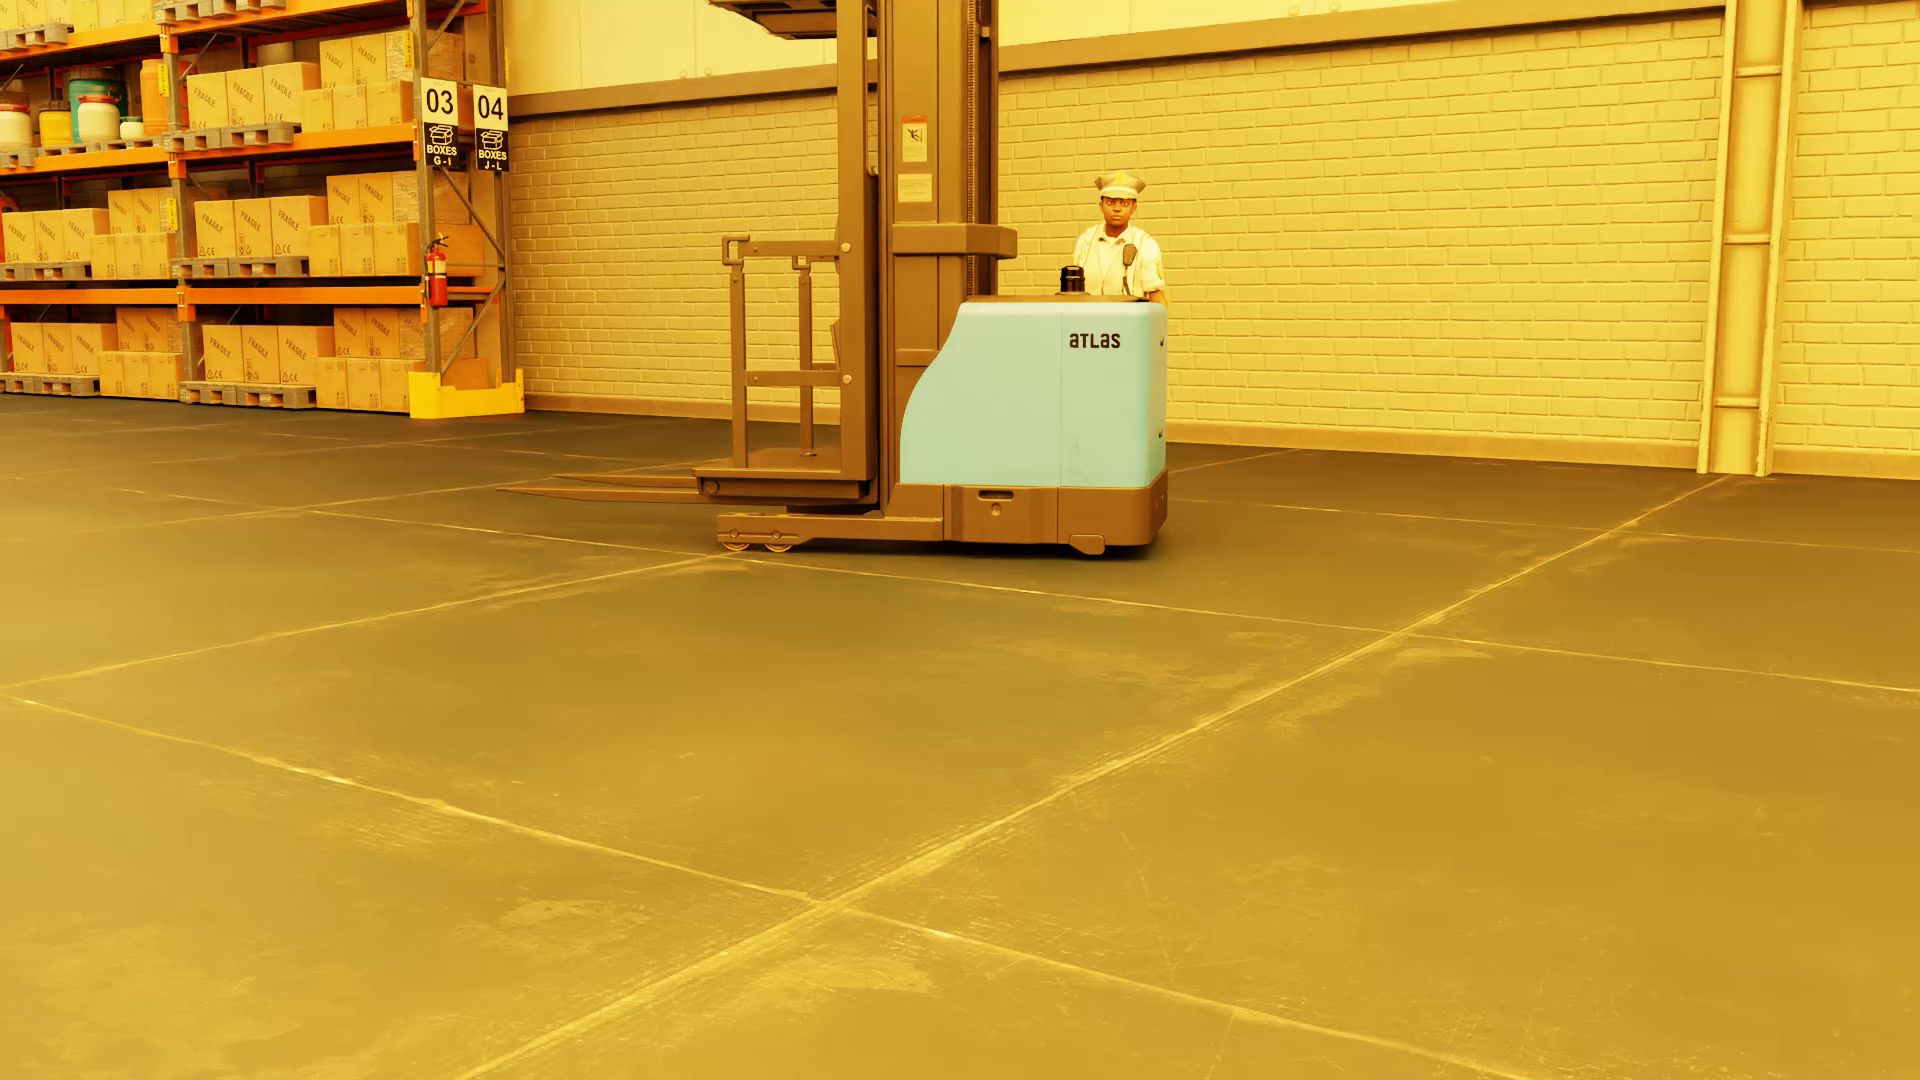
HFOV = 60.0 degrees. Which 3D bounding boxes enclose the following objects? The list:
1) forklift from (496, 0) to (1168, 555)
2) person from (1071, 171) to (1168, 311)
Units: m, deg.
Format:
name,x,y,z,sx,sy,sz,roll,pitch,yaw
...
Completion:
name,x,y,z,sx,sy,sz,roll,pitch,yaw
forklift,-0.596,-1.469,7.520,3.031,2.935,1.130,2,8,12
person,0.677,-0.906,7.957,0.571,1.680,0.567,3,9,19
